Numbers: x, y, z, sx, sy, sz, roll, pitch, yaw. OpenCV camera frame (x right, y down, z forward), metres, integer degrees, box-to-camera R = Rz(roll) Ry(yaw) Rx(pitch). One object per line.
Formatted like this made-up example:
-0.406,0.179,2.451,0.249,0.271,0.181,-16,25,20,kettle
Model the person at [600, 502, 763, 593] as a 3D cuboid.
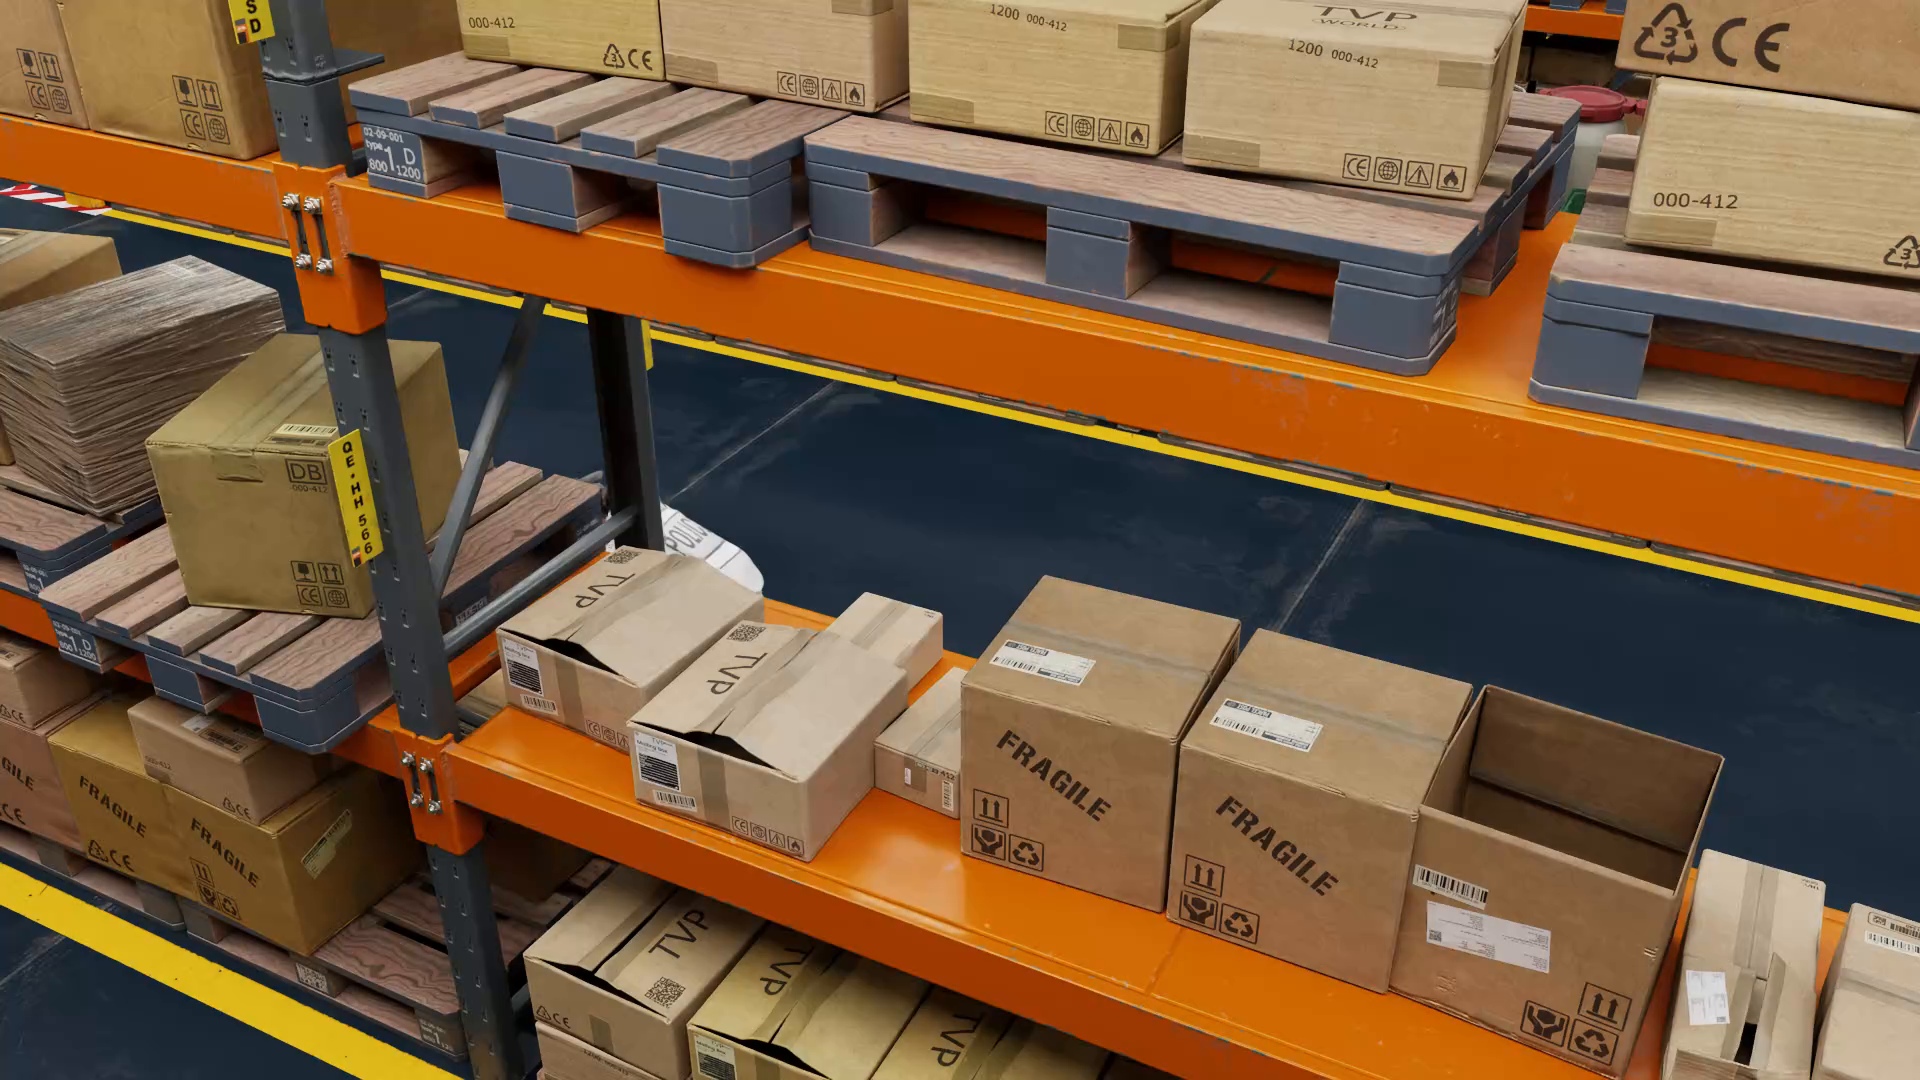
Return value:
-1.226,0.216,6.708,0.886,0.853,0.467,14,33,23,person
